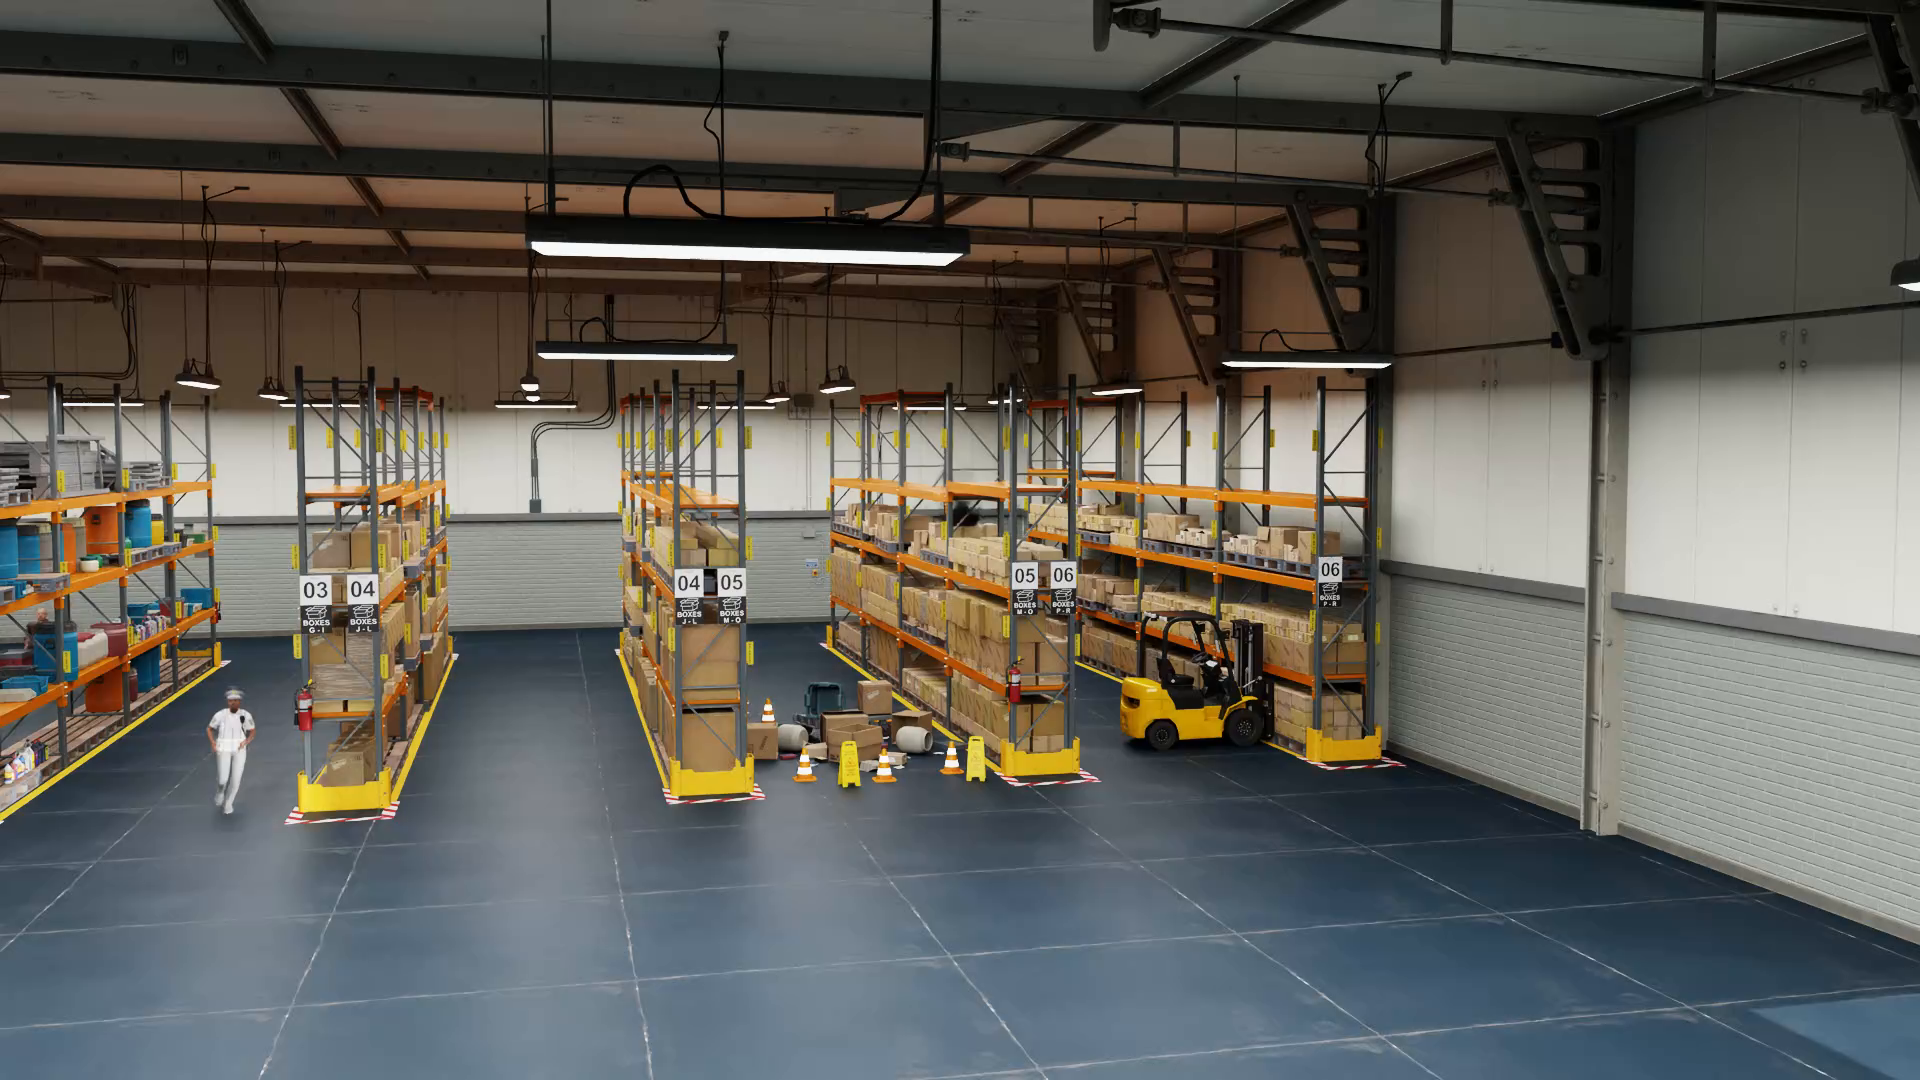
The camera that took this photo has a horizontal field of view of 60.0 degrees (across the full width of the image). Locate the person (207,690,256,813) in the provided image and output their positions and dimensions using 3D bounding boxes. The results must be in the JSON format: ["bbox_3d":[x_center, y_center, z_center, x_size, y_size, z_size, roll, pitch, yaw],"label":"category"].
[{"bbox_3d":[-9.821,2.844,22.449,0.610,1.664,0.509,-2,4,-26],"label":"person"}]

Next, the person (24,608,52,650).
[{"bbox_3d":[-17.495,2.233,31.712,0.672,1.787,0.916,-1,4,-20],"label":"person"}]
